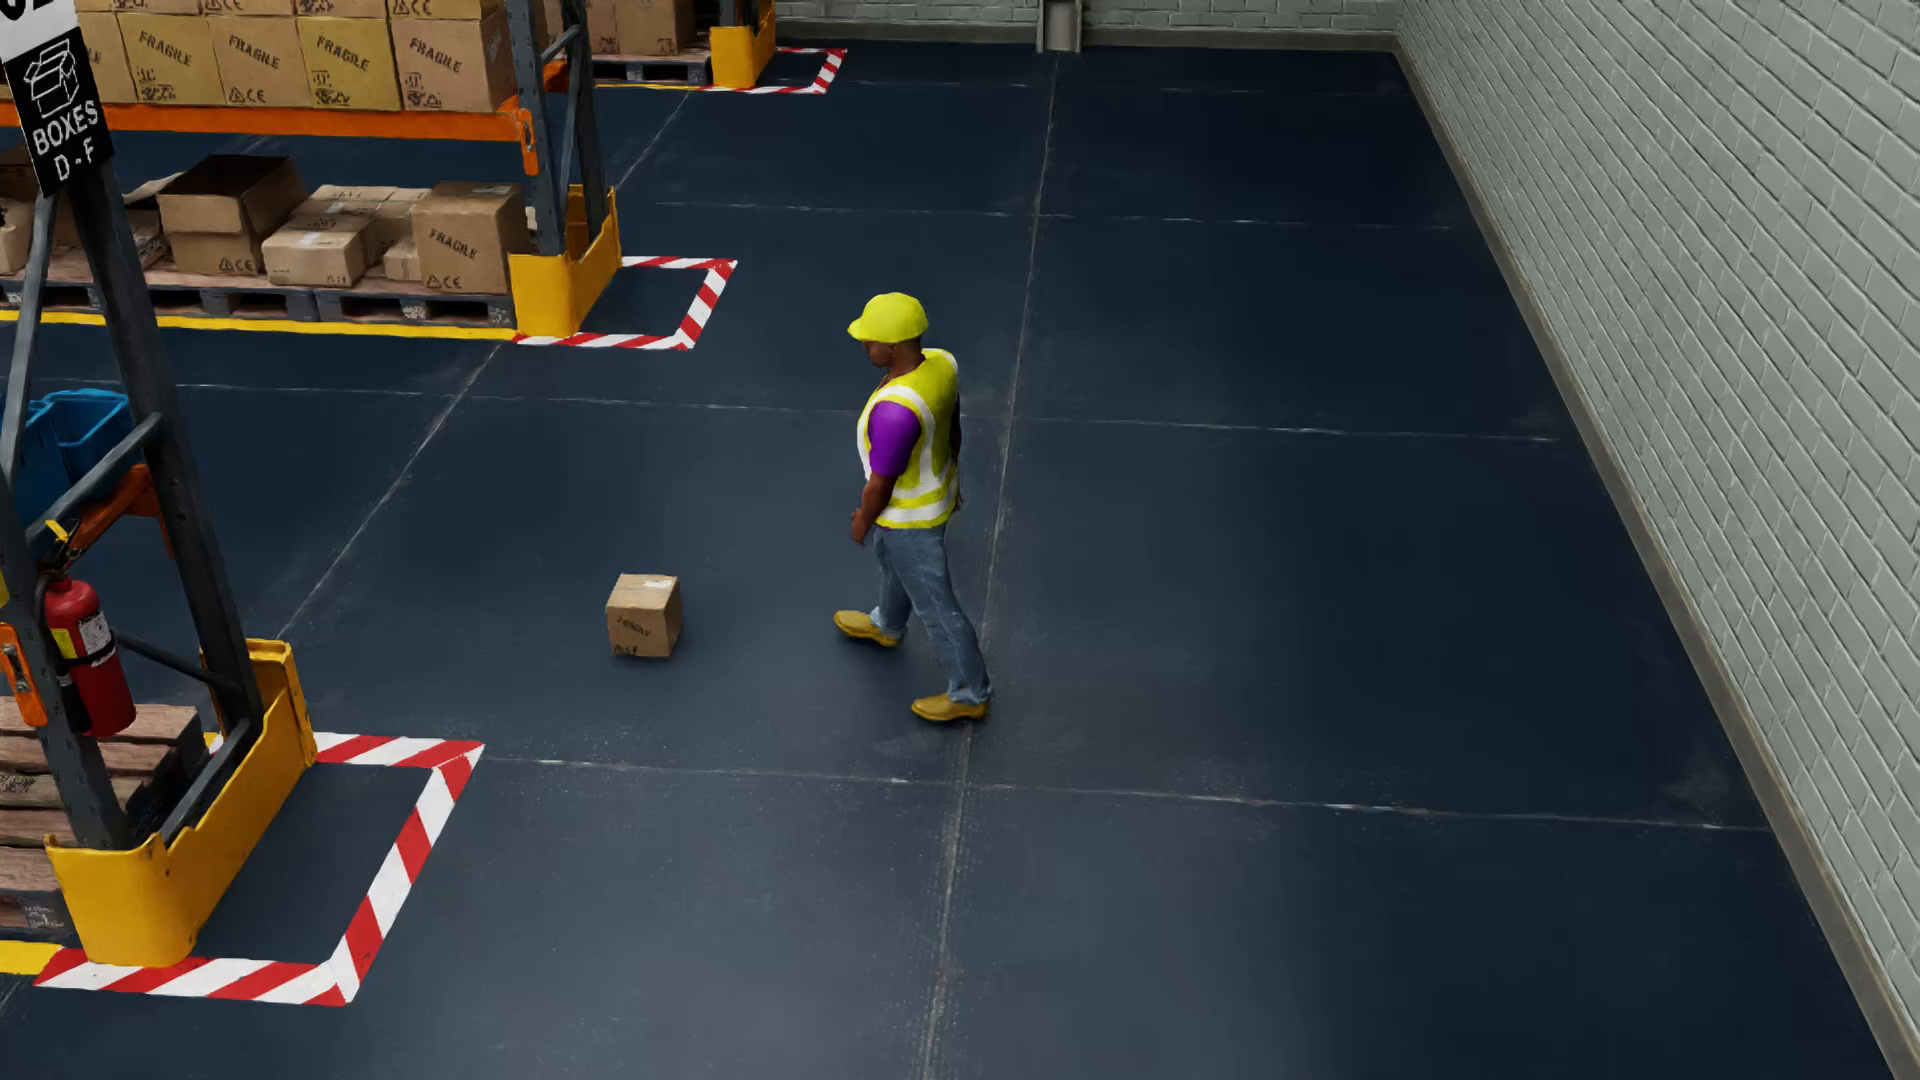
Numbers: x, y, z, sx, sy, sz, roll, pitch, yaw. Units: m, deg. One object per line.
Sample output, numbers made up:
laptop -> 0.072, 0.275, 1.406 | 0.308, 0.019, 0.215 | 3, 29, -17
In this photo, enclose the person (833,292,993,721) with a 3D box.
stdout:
person -> -0.216, -0.169, 6.388 | 0.771, 1.740, 0.663 | 6, 32, 10
